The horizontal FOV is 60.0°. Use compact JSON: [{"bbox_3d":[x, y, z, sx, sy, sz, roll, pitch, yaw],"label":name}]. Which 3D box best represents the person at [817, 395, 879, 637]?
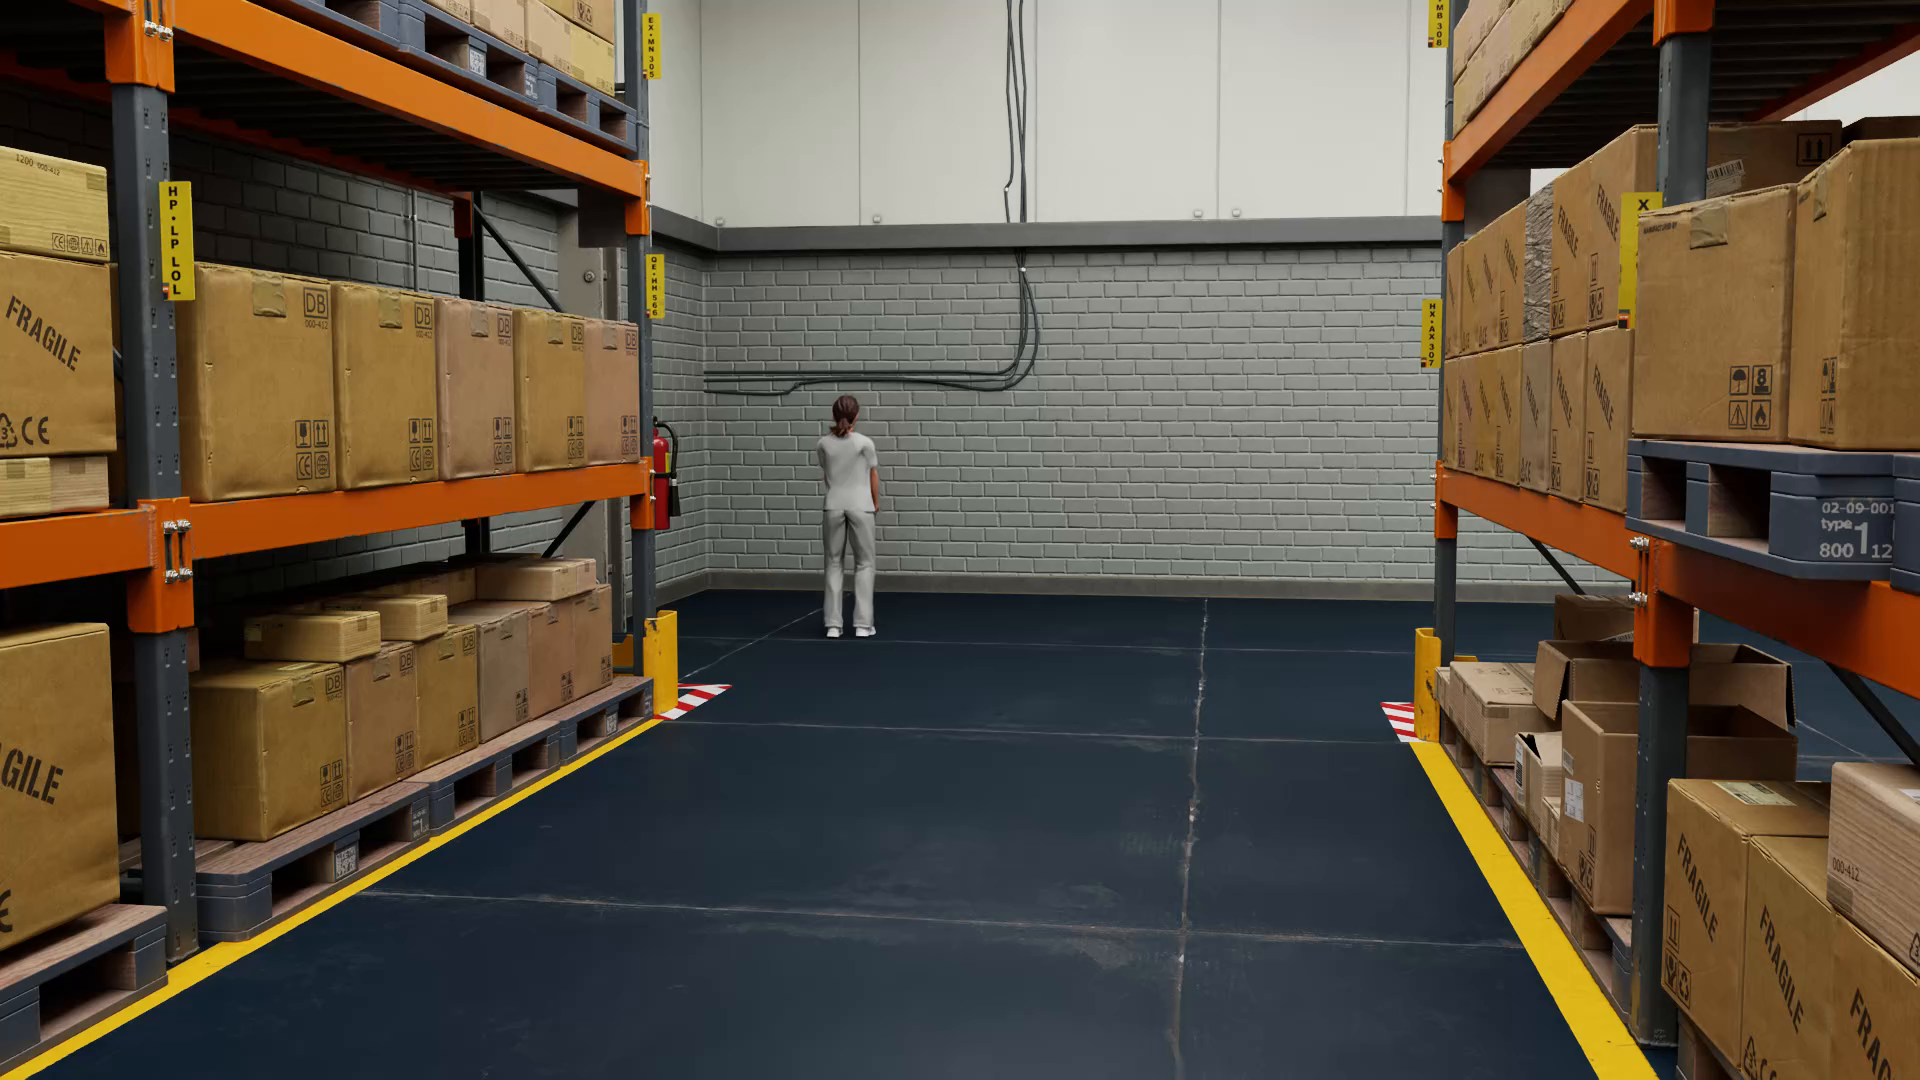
[{"bbox_3d":[-0.762,-0.165,11.509,0.409,1.669,0.536,1,5,8],"label":"person"}]
